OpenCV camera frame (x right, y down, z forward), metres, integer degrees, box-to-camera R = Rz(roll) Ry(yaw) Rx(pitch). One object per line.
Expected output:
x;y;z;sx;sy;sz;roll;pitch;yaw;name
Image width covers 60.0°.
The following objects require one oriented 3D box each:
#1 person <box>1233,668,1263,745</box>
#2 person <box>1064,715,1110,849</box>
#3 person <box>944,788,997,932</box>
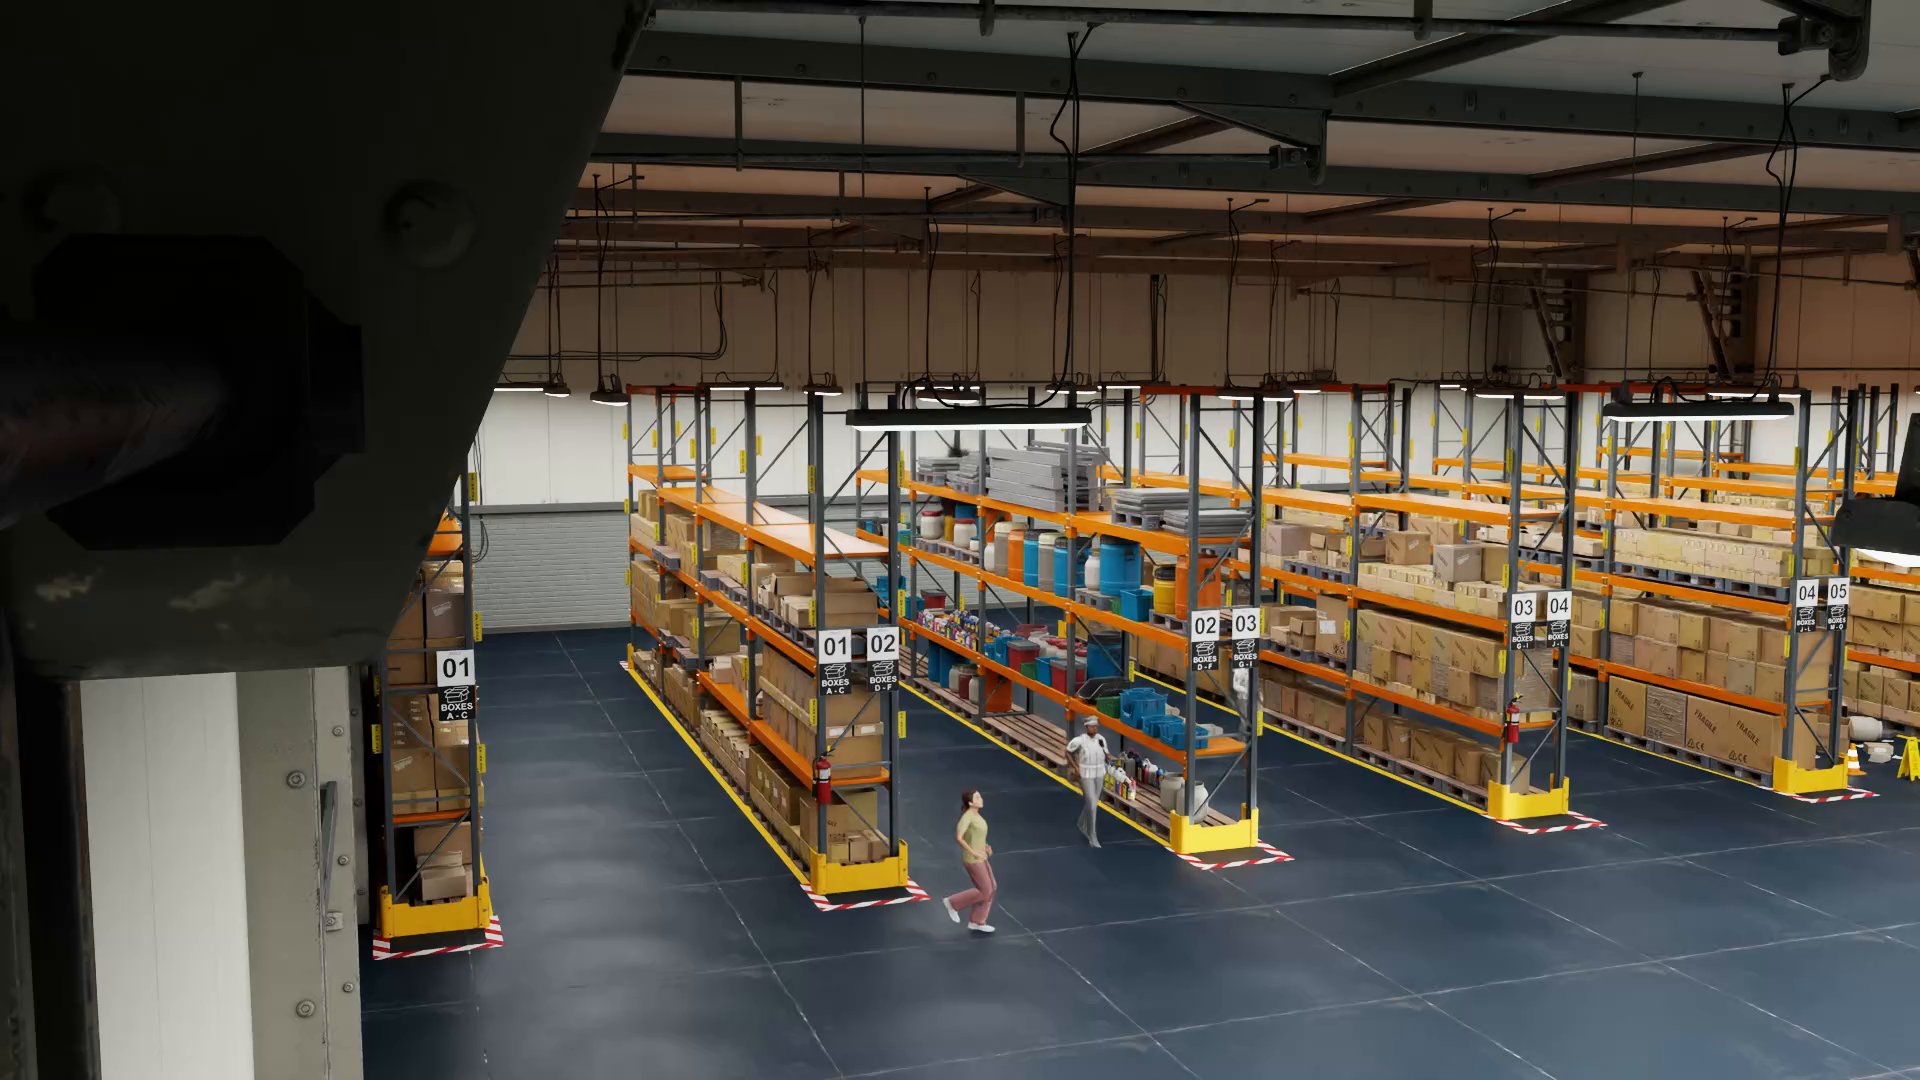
4.819;2.682;27.619;0.596;1.601;0.569;-2;6;-19;person
1.735;3.197;22.211;0.540;1.756;0.725;-3;7;-29;person
0.116;3.600;18.730;0.573;1.627;0.595;1;6;10;person
